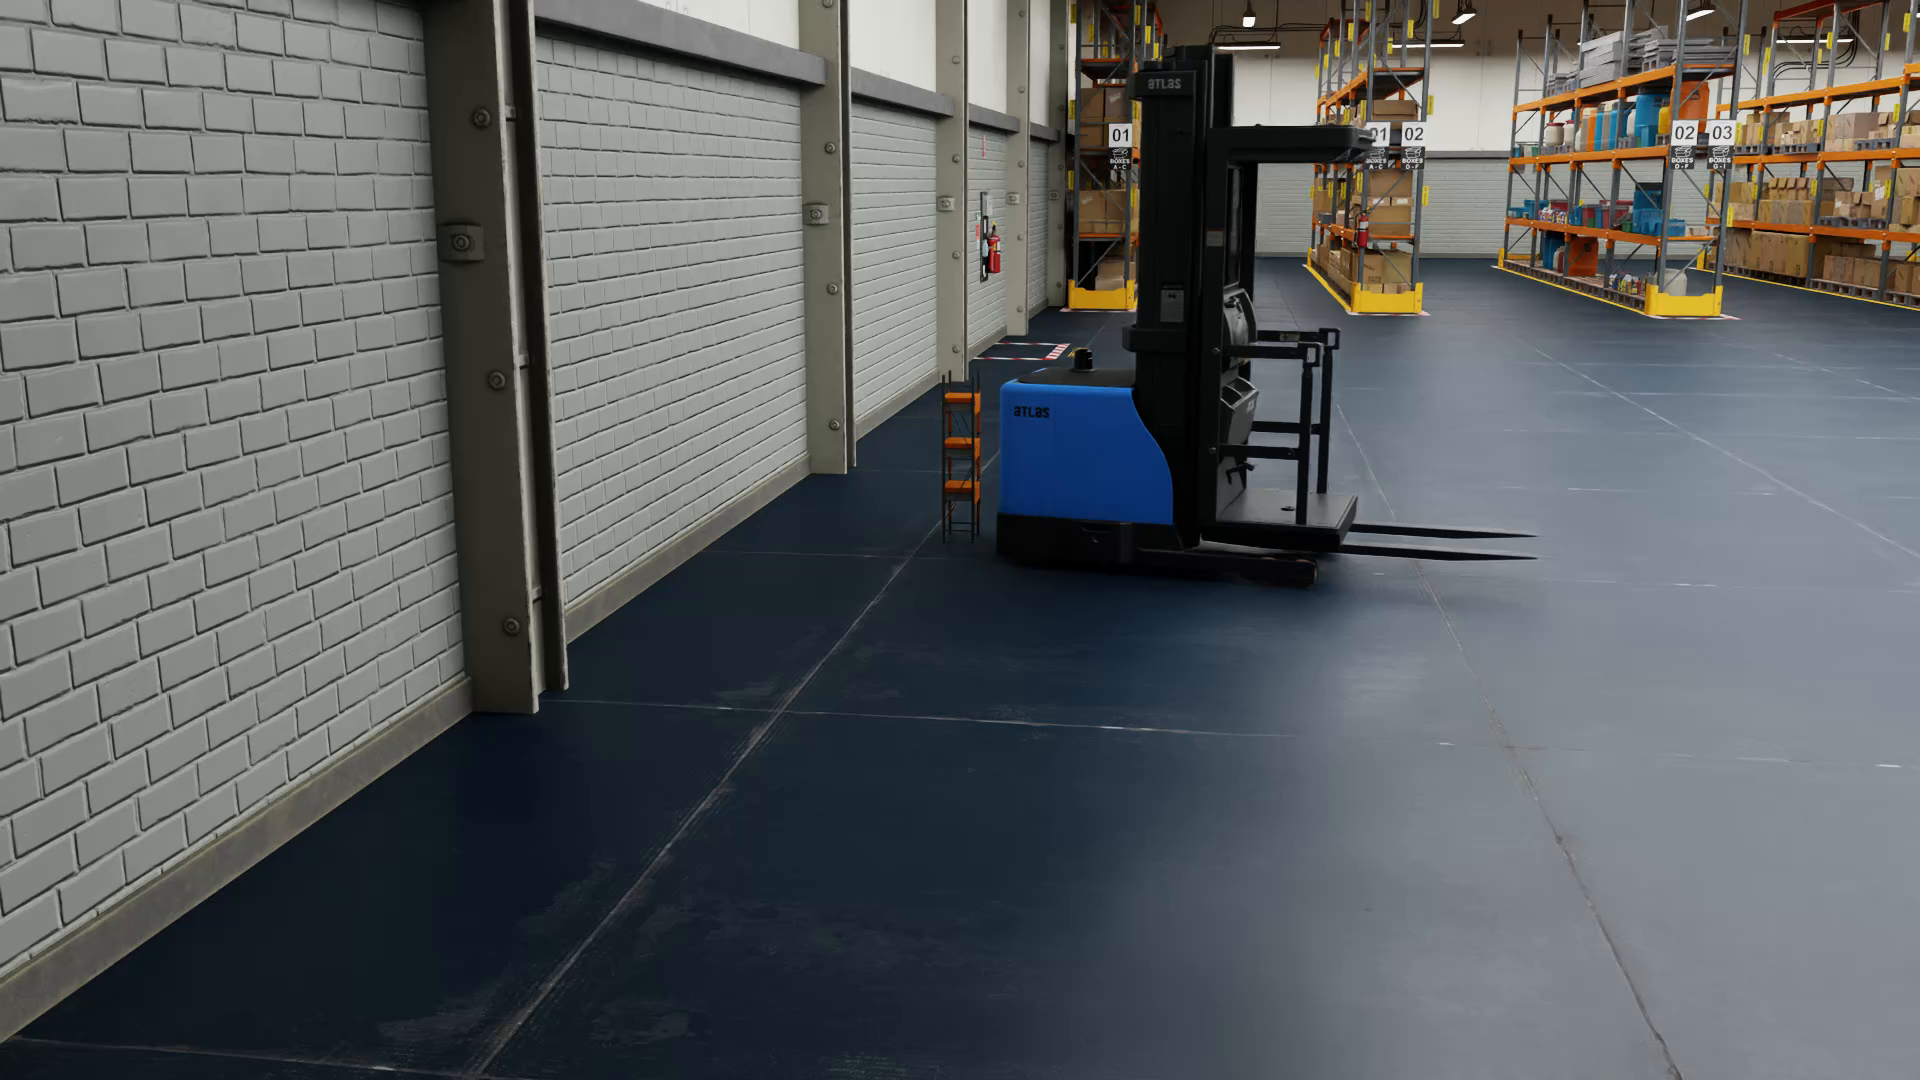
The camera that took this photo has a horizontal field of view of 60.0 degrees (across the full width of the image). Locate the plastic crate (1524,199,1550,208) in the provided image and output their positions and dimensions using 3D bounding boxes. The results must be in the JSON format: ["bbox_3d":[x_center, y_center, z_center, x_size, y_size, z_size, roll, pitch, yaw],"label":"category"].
[{"bbox_3d":[14.888,-8.577,42.944,0.616,0.435,0.499,2,12,9],"label":"plastic crate"}]

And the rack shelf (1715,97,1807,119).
[{"bbox_3d":[19.342,-10.414,40.115,1.077,0.370,4.000,2,12,9],"label":"rack shelf"}]

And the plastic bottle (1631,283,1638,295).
[{"bbox_3d":[12.144,-4.519,29.939,0.097,0.201,0.097,0,12,0],"label":"plastic bottle"}]

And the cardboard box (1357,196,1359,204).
[{"bbox_3d":[7.589,-6.317,30.908,0.380,0.149,0.250,2,12,7],"label":"cardboard box"}]

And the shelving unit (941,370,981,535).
[{"bbox_3d":[0.008,-0.525,10.436,0.215,1.050,0.249,2,12,9],"label":"shelving unit"}]

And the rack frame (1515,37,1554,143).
[{"bbox_3d":[14.759,-11.538,42.673,0.949,2.616,0.053,2,12,9],"label":"rack frame"}]

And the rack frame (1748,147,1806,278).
[{"bbox_3d":[19.034,-7.613,38.697,1.000,3.000,0.127,2,12,9],"label":"rack frame"}]

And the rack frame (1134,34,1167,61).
[{"bbox_3d":[13.509,-8.494,35.213,20.791,5.808,16.191,2,12,9],"label":"rack frame"}]

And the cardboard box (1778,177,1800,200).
[{"bbox_3d":[18.827,-7.876,37.301,0.797,0.503,0.637,2,12,9],"label":"cardboard box"}]

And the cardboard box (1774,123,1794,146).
[{"bbox_3d":[18.955,-9.212,37.765,0.700,0.500,0.500,2,12,10],"label":"cardboard box"}]

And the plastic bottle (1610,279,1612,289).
[{"bbox_3d":[12.412,-4.882,31.623,0.097,0.201,0.097,0,12,0],"label":"plastic bottle"}]

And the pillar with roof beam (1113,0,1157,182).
[{"bbox_3d":[8.781,-12.310,46.254,9.100,9.000,0.548,2,12,9],"label":"pillar with roof beam"}]

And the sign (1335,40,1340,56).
[{"bbox_3d":[8.094,-10.545,35.660,0.100,0.325,0.005,2,12,9],"label":"sign"}]

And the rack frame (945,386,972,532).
[{"bbox_3d":[-0.010,-0.499,10.317,0.190,0.915,0.003,2,12,9],"label":"rack frame"}]

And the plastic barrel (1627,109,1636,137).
[{"bbox_3d":[12.650,-7.751,30.956,0.421,0.512,0.421,0,12,0],"label":"plastic barrel"}]

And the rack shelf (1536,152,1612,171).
[{"bbox_3d":[13.833,-8.471,37.270,1.077,0.370,4.000,2,12,9],"label":"rack shelf"}]

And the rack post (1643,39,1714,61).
[{"bbox_3d":[12.562,-8.575,29.103,0.937,0.300,0.954,2,12,8],"label":"rack post"}]

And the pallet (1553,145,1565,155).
[{"bbox_3d":[13.945,-8.745,37.278,1.003,0.211,1.213,2,12,9],"label":"pallet"}]

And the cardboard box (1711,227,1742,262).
[{"bbox_3d":[19.630,-7.476,42.110,0.875,0.875,0.875,2,12,9],"label":"cardboard box"}]

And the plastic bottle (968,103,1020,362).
[{"bbox_3d":[0.330,-3.947,21.449,0.200,3.100,6.000,2,12,9],"label":"plastic bottle"}]

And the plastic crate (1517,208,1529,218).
[{"bbox_3d":[14.144,-8.176,41.566,0.416,0.233,0.300,2,12,9],"label":"plastic crate"}]

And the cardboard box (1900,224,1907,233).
[{"bbox_3d":[17.411,-5.685,30.349,0.380,0.149,0.250,2,12,9],"label":"cardboard box"}]

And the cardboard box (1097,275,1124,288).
[{"bbox_3d":[2.789,-4.757,30.783,0.500,0.311,0.500,3,13,13],"label":"cardboard box"}]

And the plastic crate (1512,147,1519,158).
[{"bbox_3d":[14.421,-9.937,42.673,0.497,0.269,0.590,2,12,9],"label":"plastic crate"}]

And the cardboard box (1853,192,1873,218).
[{"bbox_3d":[17.979,-6.567,32.603,0.797,0.503,0.637,3,13,14],"label":"cardboard box"}]

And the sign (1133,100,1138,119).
[{"bbox_3d":[3.042,-7.472,28.851,0.100,0.325,0.005,2,12,9],"label":"sign"}]

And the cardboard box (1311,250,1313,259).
[{"bbox_3d":[9.421,-7.430,43.332,0.500,0.250,0.500,2,12,9],"label":"cardboard box"}]

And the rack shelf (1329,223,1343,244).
[{"bbox_3d":[8.324,-6.334,34.470,1.077,0.370,4.000,2,12,9],"label":"rack shelf"}]

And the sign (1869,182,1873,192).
[{"bbox_3d":[18.957,-7.292,34.647,0.100,0.325,0.005,2,12,9],"label":"sign"}]

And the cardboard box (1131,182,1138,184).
[{"bbox_3d":[4.065,-7.924,37.372,0.500,0.250,0.500,2,12,10],"label":"cardboard box"}]

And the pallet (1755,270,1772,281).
[{"bbox_3d":[18.990,-6.086,38.234,1.003,0.211,1.213,2,12,9],"label":"pallet"}]

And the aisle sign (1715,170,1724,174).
[{"bbox_3d":[19.364,-9.741,42.402,0.394,0.787,0.004,2,12,9],"label":"aisle sign"}]

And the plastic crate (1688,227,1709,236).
[{"bbox_3d":[12.750,-5.322,28.694,0.298,0.136,0.250,2,12,9],"label":"plastic crate"}]

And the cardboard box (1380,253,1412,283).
[{"bbox_3d":[7.778,-4.873,29.733,0.500,0.500,0.500,2,12,9],"label":"cardboard box"}]

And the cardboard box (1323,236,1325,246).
[{"bbox_3d":[8.777,-6.993,38.932,0.500,0.250,0.500,2,12,9],"label":"cardboard box"}]

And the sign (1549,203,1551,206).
[{"bbox_3d":[15.301,-8.671,43.221,0.100,0.325,0.005,2,12,9],"label":"sign"}]

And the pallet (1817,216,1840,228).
[{"bbox_3d":[18.415,-6.534,34.149,1.213,0.211,1.003,2,12,9],"label":"pallet"}]

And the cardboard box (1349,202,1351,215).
[{"bbox_3d":[8.389,-6.801,34.693,0.500,0.500,0.500,1,12,6],"label":"cardboard box"}]

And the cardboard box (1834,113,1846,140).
[{"bbox_3d":[18.011,-8.345,33.550,0.500,0.500,0.500,2,12,9],"label":"cardboard box"}]

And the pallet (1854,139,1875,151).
[{"bbox_3d":[26.143,-7.054,36.076,15.879,3.012,10.584,2,12,9],"label":"pallet"}]

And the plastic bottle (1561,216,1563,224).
[{"bbox_3d":[13.252,-7.033,36.479,0.097,0.201,0.097,0,12,0],"label":"plastic bottle"}]

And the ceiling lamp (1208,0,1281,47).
[{"bbox_3d":[7.875,-15.210,45.757,2.000,3.144,0.800,2,12,9],"label":"ceiling lamp"}]

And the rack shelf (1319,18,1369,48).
[{"bbox_3d":[9.554,-12.556,41.216,1.077,0.370,4.000,2,12,9],"label":"rack shelf"}]

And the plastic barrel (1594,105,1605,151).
[{"bbox_3d":[12.975,-8.204,33.133,0.600,0.901,0.708,2,12,9],"label":"plastic barrel"}]

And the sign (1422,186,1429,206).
[{"bbox_3d":[7.948,-5.879,28.410,0.100,0.325,0.005,2,12,9],"label":"sign"}]

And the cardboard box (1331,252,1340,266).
[{"bbox_3d":[8.107,-5.922,35.050,0.500,0.311,0.500,2,12,7],"label":"cardboard box"}]

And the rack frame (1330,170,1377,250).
[{"bbox_3d":[8.631,-7.102,36.326,1.000,3.000,0.127,2,12,9],"label":"rack frame"}]

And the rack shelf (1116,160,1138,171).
[{"bbox_3d":[4.043,-8.792,38.759,1.077,0.370,4.000,2,12,9],"label":"rack shelf"}]

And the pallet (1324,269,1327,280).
[{"bbox_3d":[8.973,-6.146,38.511,1.003,0.211,1.213,2,12,9],"label":"pallet"}]

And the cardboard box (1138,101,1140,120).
[{"bbox_3d":[3.000,-7.892,30.215,0.500,0.500,0.500,2,12,10],"label":"cardboard box"}]

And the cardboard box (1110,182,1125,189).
[{"bbox_3d":[3.549,-7.935,37.422,0.500,0.250,0.500,2,12,10],"label":"cardboard box"}]

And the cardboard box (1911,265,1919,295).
[{"bbox_3d":[17.622,-4.729,30.254,0.500,0.500,0.500,6,14,27],"label":"cardboard box"}]

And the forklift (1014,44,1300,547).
[{"bbox_3d":[18.778,-5.248,27.357,23.640,3.159,46.598,4,13,18],"label":"forklift"}]

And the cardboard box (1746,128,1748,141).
[{"bbox_3d":[19.403,-9.763,40.083,0.700,0.500,0.500,2,12,11],"label":"cardboard box"}]
